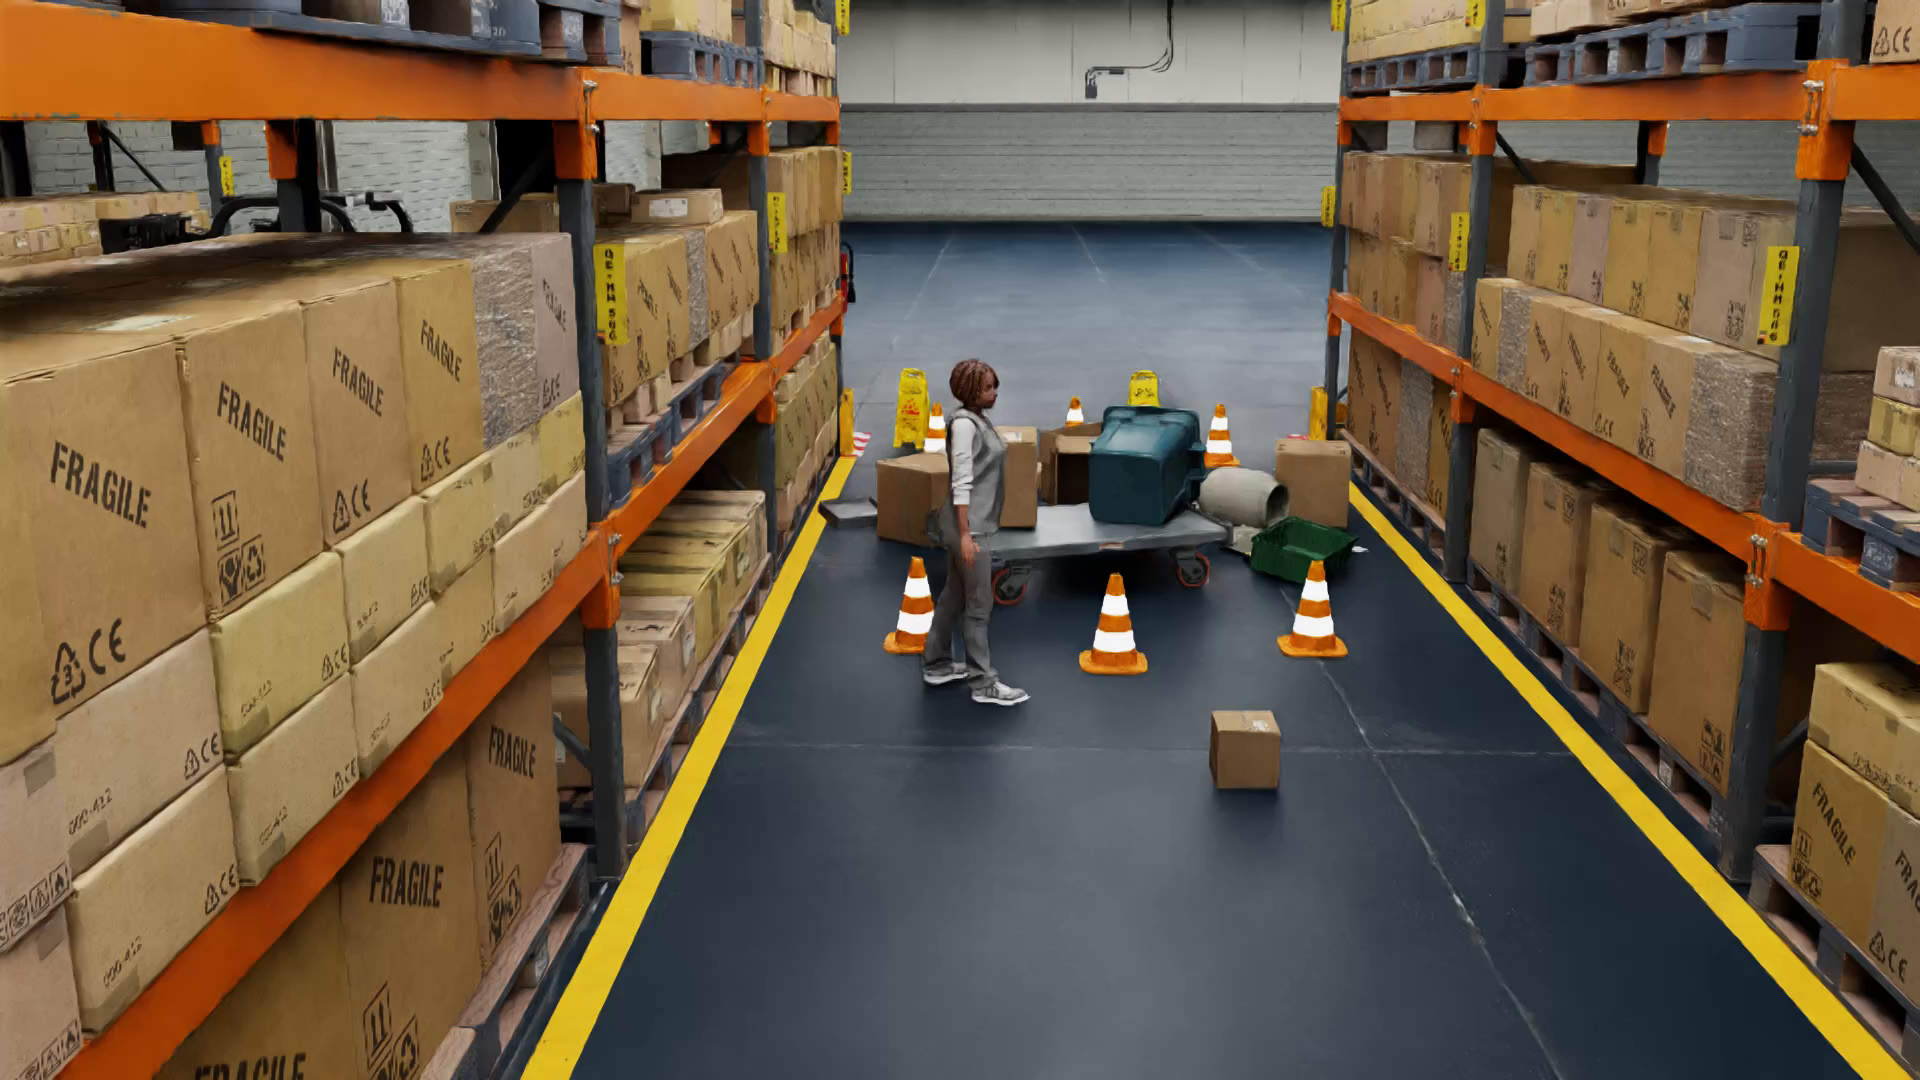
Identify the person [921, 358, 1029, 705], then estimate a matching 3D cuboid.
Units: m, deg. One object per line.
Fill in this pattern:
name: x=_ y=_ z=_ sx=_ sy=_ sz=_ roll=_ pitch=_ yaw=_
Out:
person: x=0.066 y=-0.045 z=7.635 sx=0.533 sy=1.587 sz=0.595 roll=2 pitch=14 yaw=7
